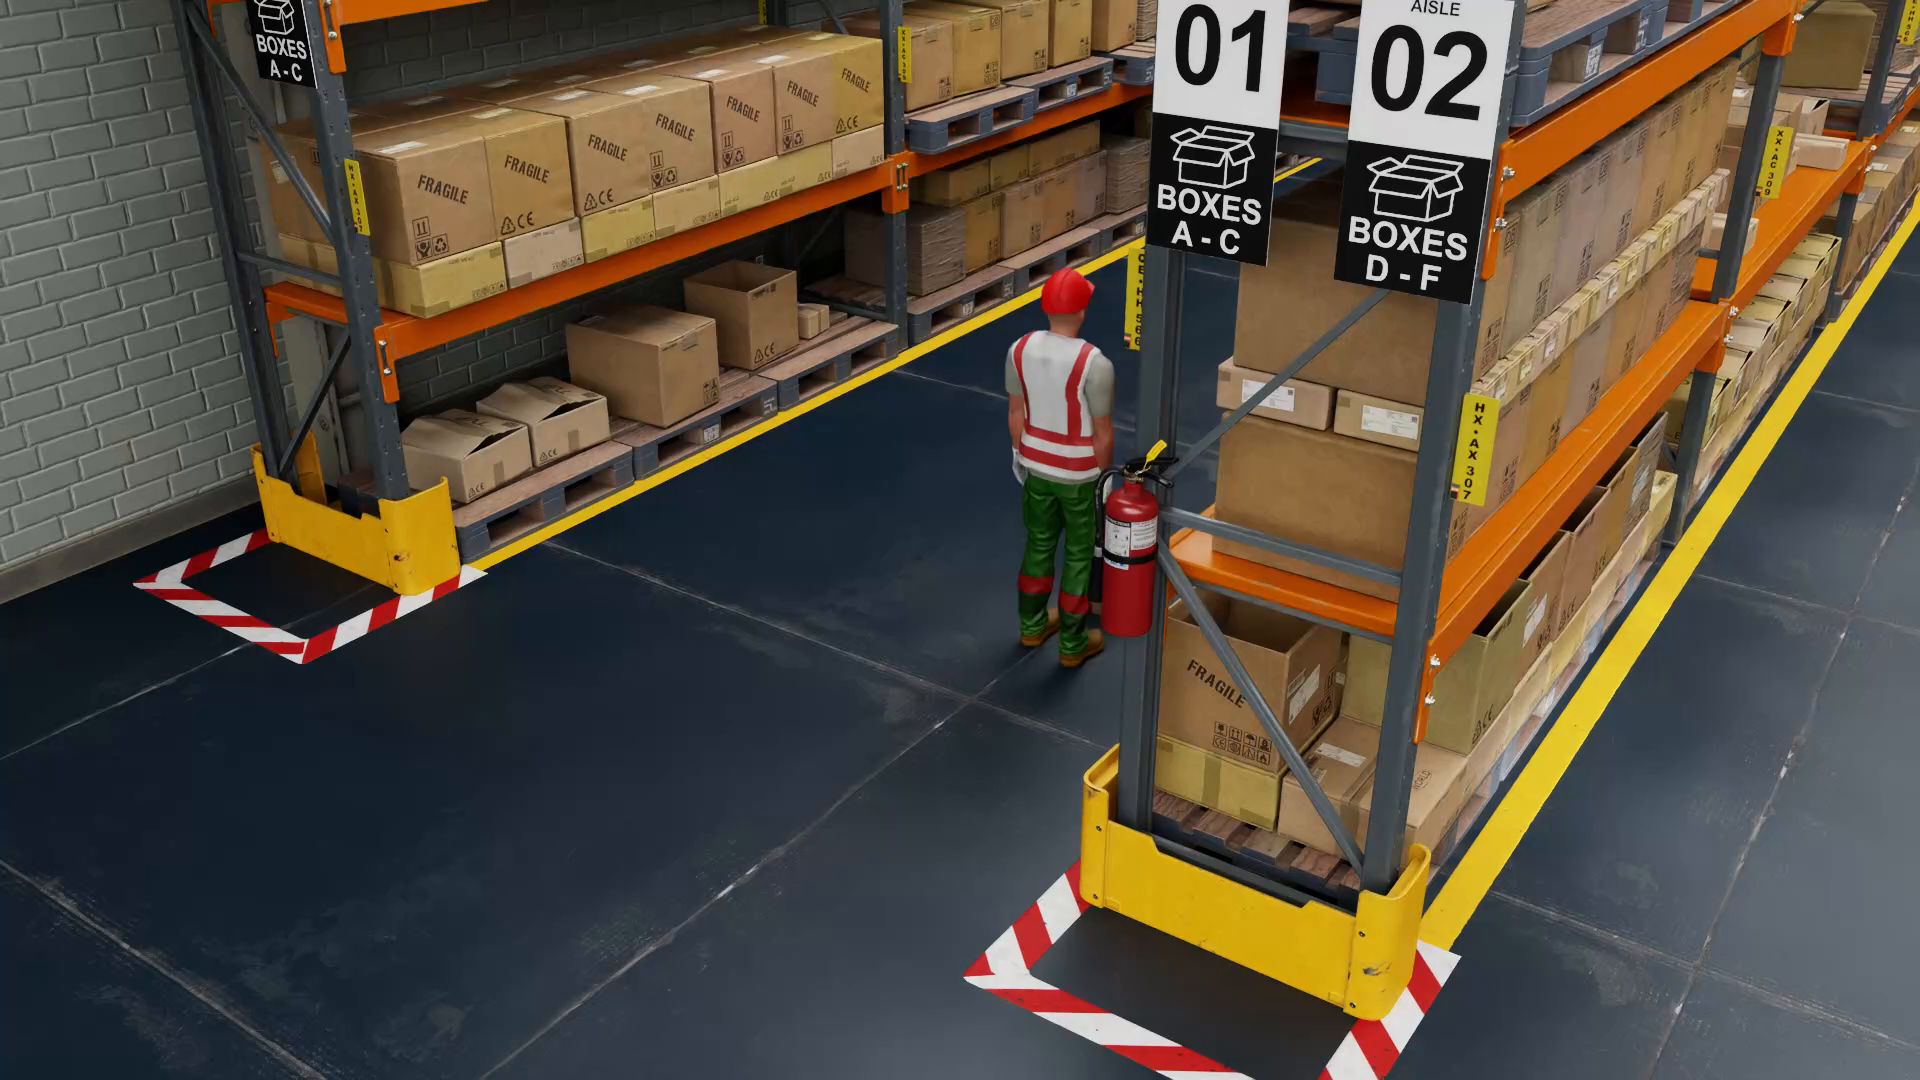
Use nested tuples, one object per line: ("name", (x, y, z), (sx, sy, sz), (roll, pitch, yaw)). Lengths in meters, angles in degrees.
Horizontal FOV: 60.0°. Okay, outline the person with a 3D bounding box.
("person", (0.458, -0.320, 7.226), (0.523, 1.790, 0.372), (18, 32, 32))
